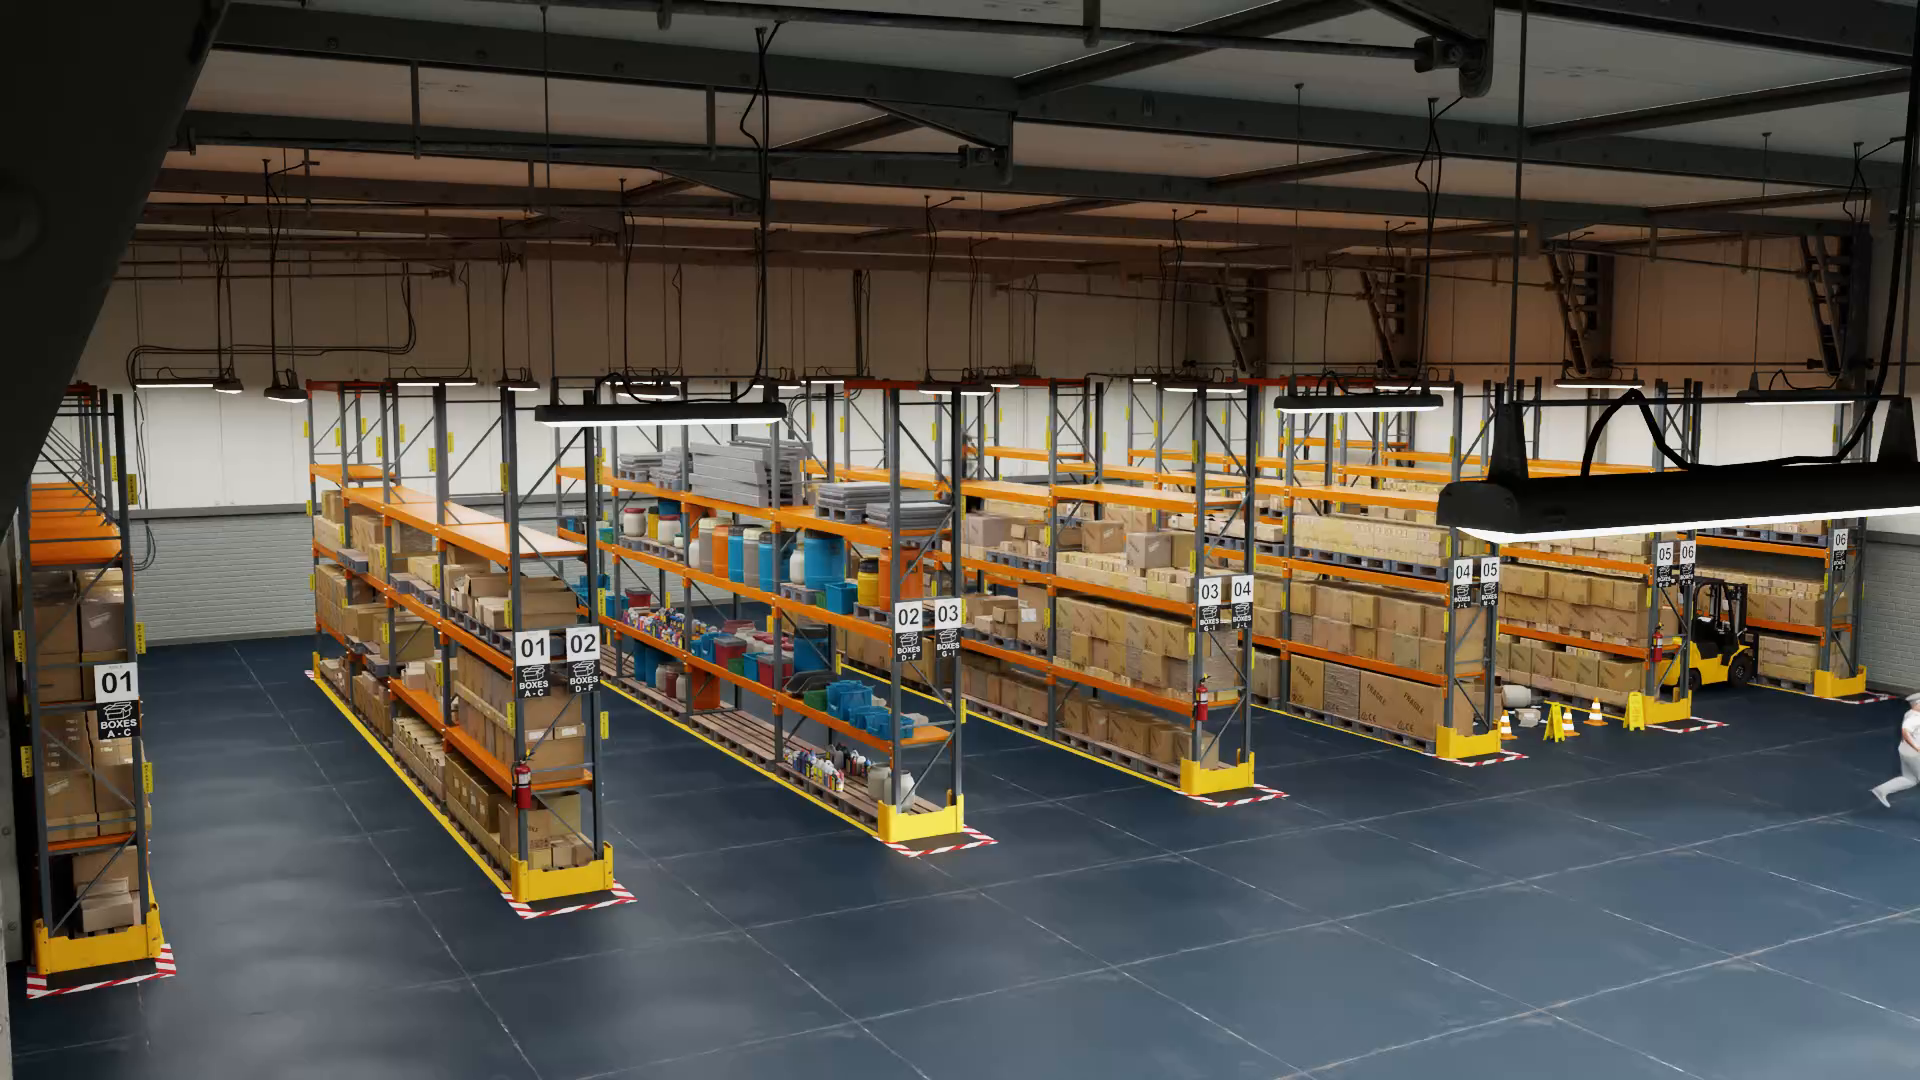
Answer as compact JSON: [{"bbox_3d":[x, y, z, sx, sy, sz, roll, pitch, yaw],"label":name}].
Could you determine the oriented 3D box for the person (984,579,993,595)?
[{"bbox_3d":[0.582,1.658,36.230,0.603,1.624,0.569,-4,7,-31],"label":"person"}]

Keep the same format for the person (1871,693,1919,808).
[{"bbox_3d":[13.270,2.997,23.162,0.951,1.791,0.664,2,6,16],"label":"person"}]
